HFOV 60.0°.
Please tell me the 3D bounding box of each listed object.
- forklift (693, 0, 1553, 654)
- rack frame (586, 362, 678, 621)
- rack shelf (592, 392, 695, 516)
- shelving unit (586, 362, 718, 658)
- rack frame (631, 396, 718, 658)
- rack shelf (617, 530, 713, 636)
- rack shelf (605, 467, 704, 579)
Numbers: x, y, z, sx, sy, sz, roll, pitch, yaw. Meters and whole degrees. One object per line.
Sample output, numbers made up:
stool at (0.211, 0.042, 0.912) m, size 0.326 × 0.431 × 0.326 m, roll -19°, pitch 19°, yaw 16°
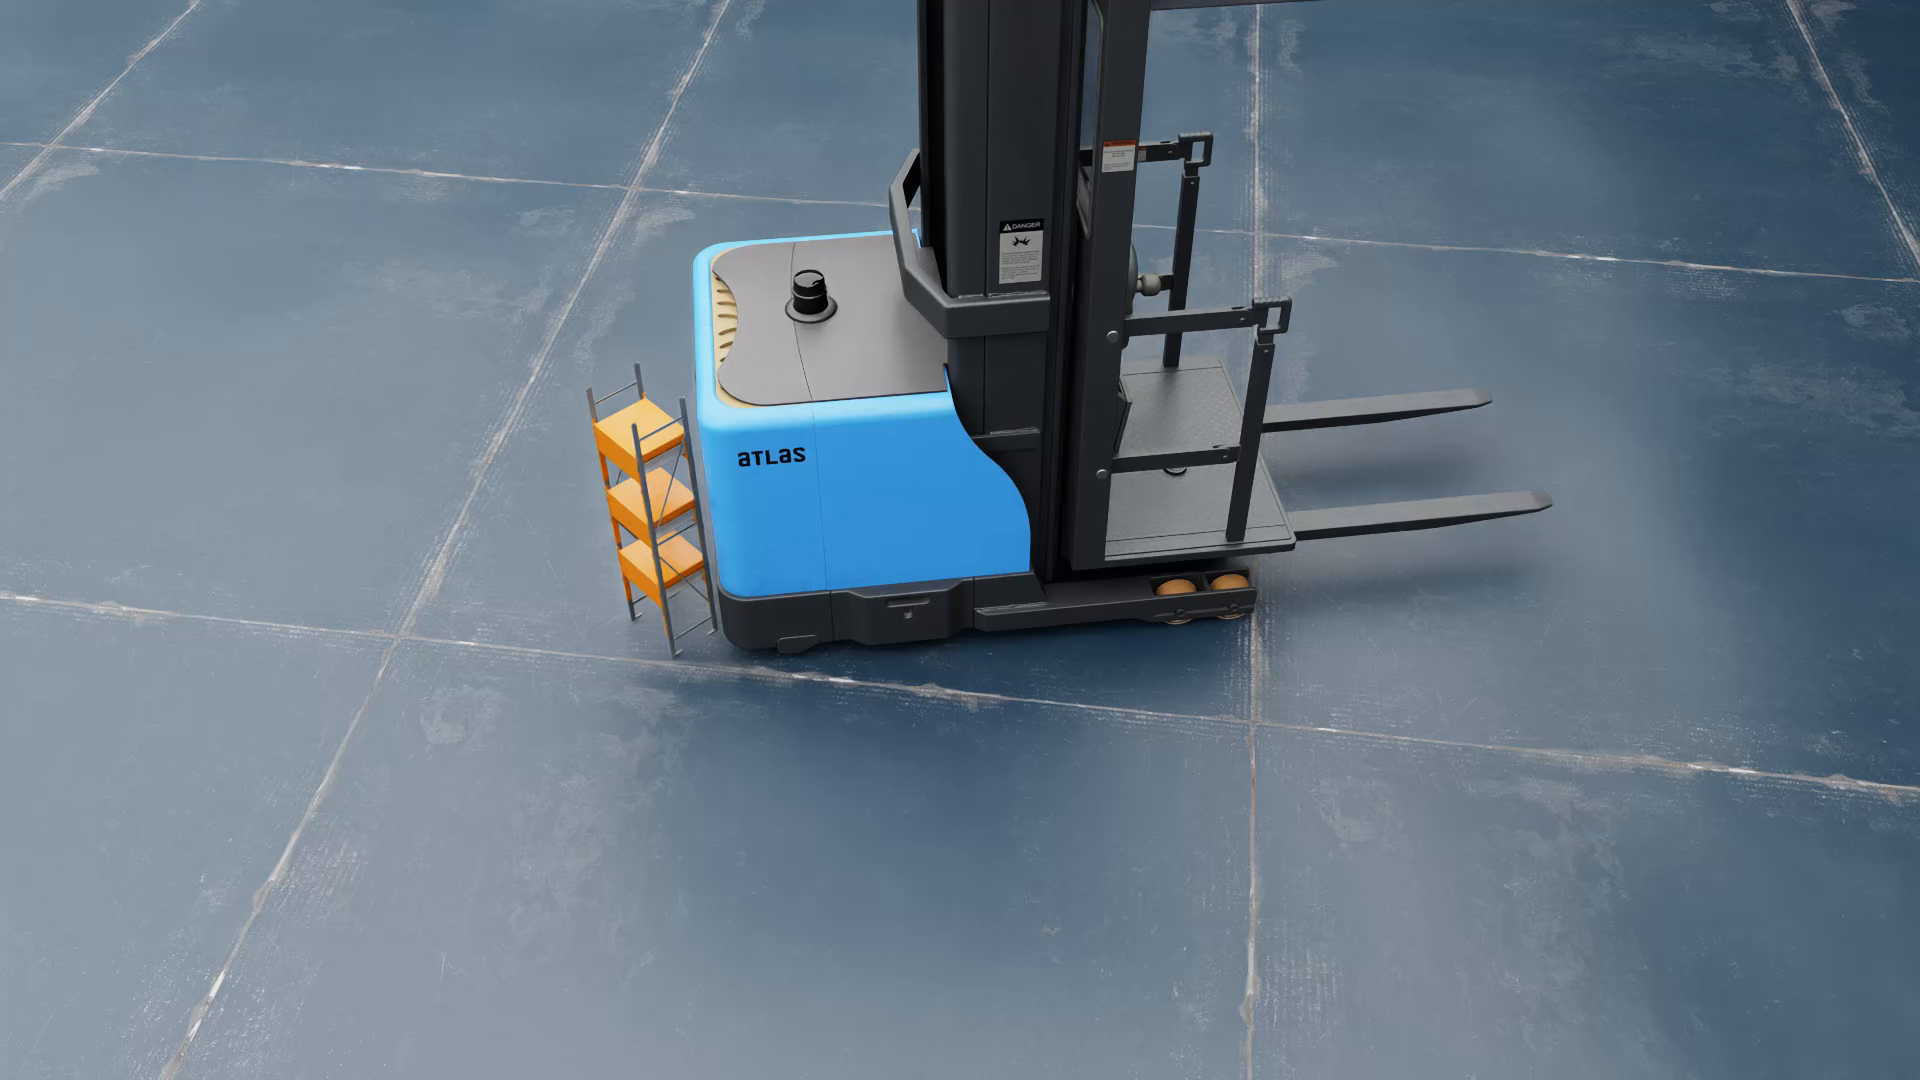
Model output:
forklift at (0.619, -1.121, 5.302) m, size 3.031 × 2.935 × 1.130 m, roll -5°, pitch 44°, yaw -6°
rack frame at (-1.102, -0.141, 5.635) m, size 0.200 × 1.050 × 0.008 m, roll -33°, pitch 52°, yaw -30°
rack shelf at (-1.018, -0.278, 5.383) m, size 0.215 × 0.259 × 0.240 m, roll -33°, pitch 52°, yaw -30°
shelving unit at (-1.018, -0.080, 5.571) m, size 0.215 × 1.050 × 0.252 m, roll -33°, pitch 52°, yaw -30°
rack frame at (-0.935, -0.019, 5.506) m, size 0.200 × 1.050 × 0.008 m, roll -33°, pitch 52°, yaw -30°
rack shelf at (-1.018, 0.130, 5.769) m, size 0.215 × 0.259 × 0.240 m, roll -33°, pitch 52°, yaw -30°
rack shelf at (-1.018, -0.072, 5.578) m, size 0.215 × 0.259 × 0.240 m, roll -33°, pitch 52°, yaw -30°
